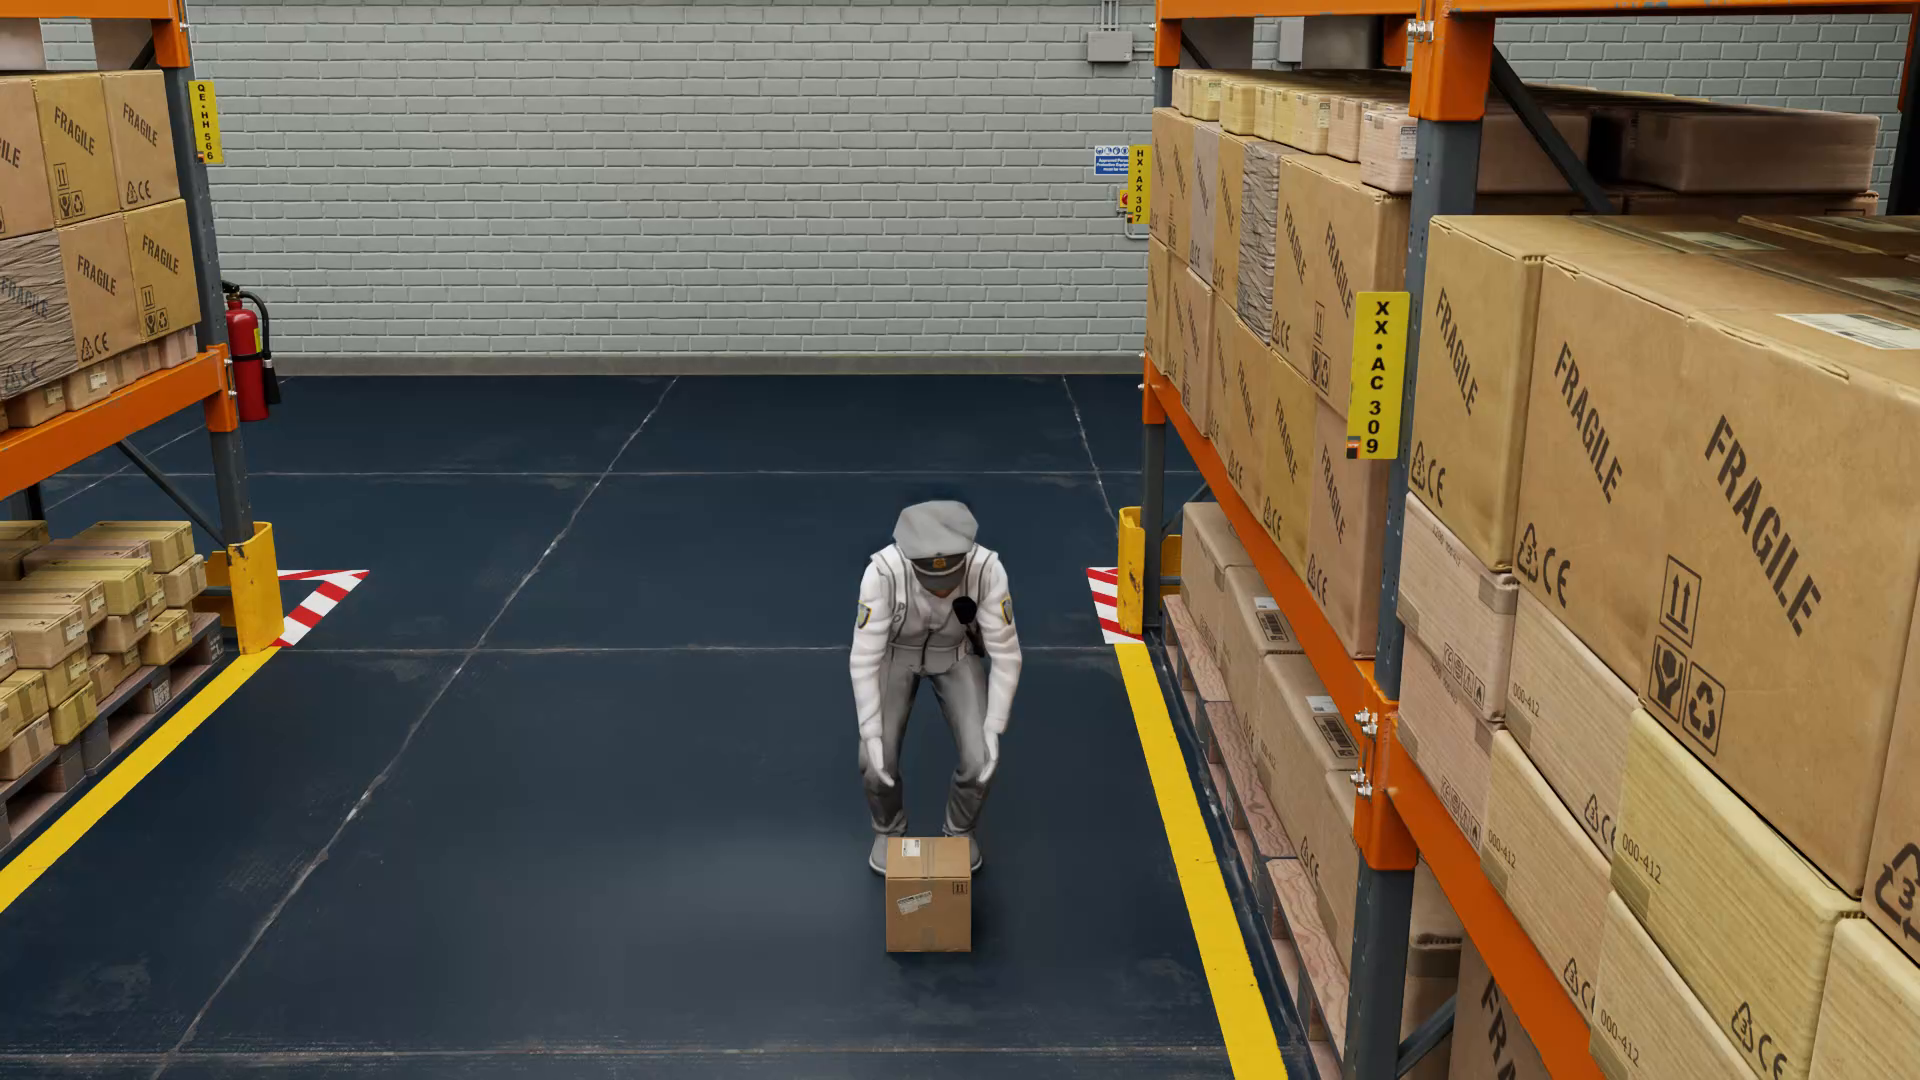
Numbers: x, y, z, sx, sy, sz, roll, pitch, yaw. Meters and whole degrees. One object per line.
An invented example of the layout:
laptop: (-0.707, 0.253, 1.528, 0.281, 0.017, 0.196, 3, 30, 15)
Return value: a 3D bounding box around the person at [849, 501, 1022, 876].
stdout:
person: (-0.075, 0.458, 5.224, 0.533, 1.284, 0.752, 0, 17, -1)
